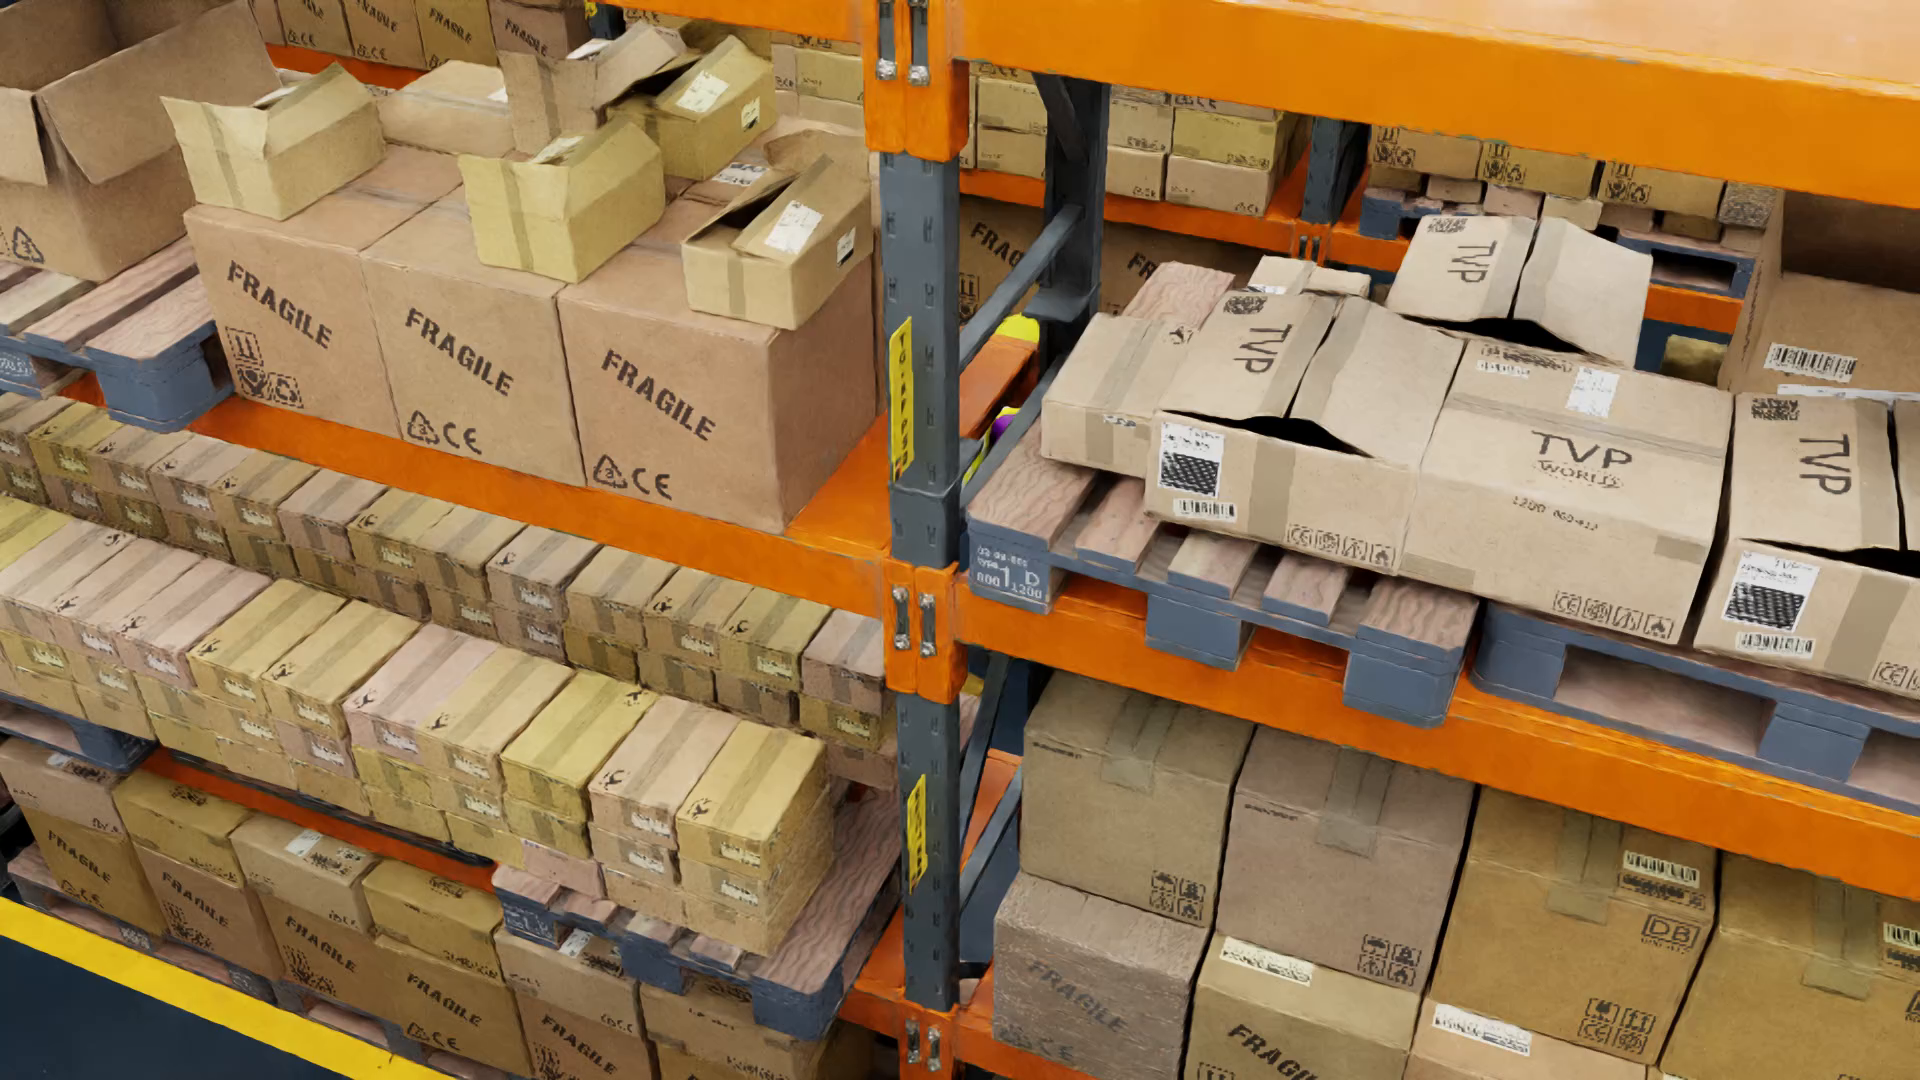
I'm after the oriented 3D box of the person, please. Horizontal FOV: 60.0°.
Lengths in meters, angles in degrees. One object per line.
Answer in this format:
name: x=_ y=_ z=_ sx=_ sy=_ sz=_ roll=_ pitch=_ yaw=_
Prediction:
person: x=0.143 y=-0.131 z=6.977 sx=0.563 sy=1.754 sz=0.600 roll=-6 pitch=38 yaw=-8
